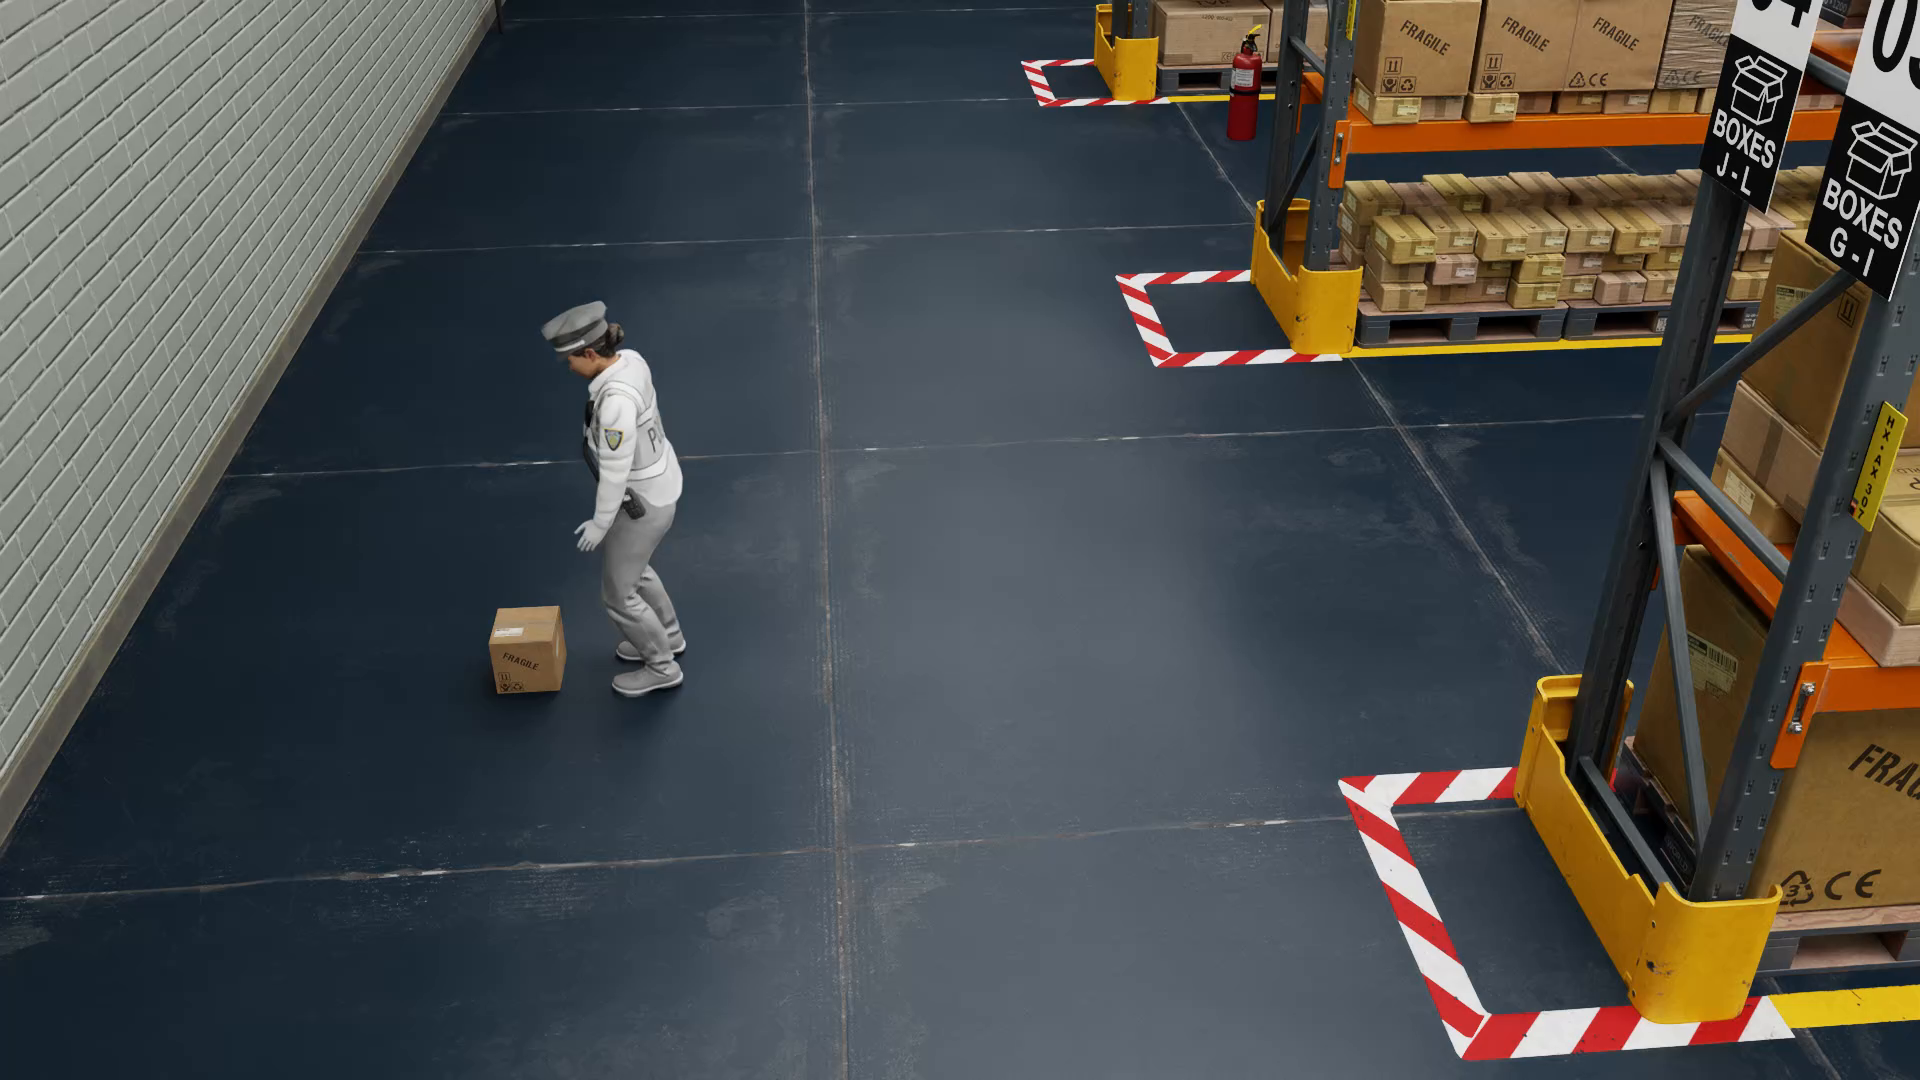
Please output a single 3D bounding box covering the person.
[{"bbox_3d":[-1.311,-0.113,6.432,0.548,1.559,0.520,-2,31,-4],"label":"person"}]
